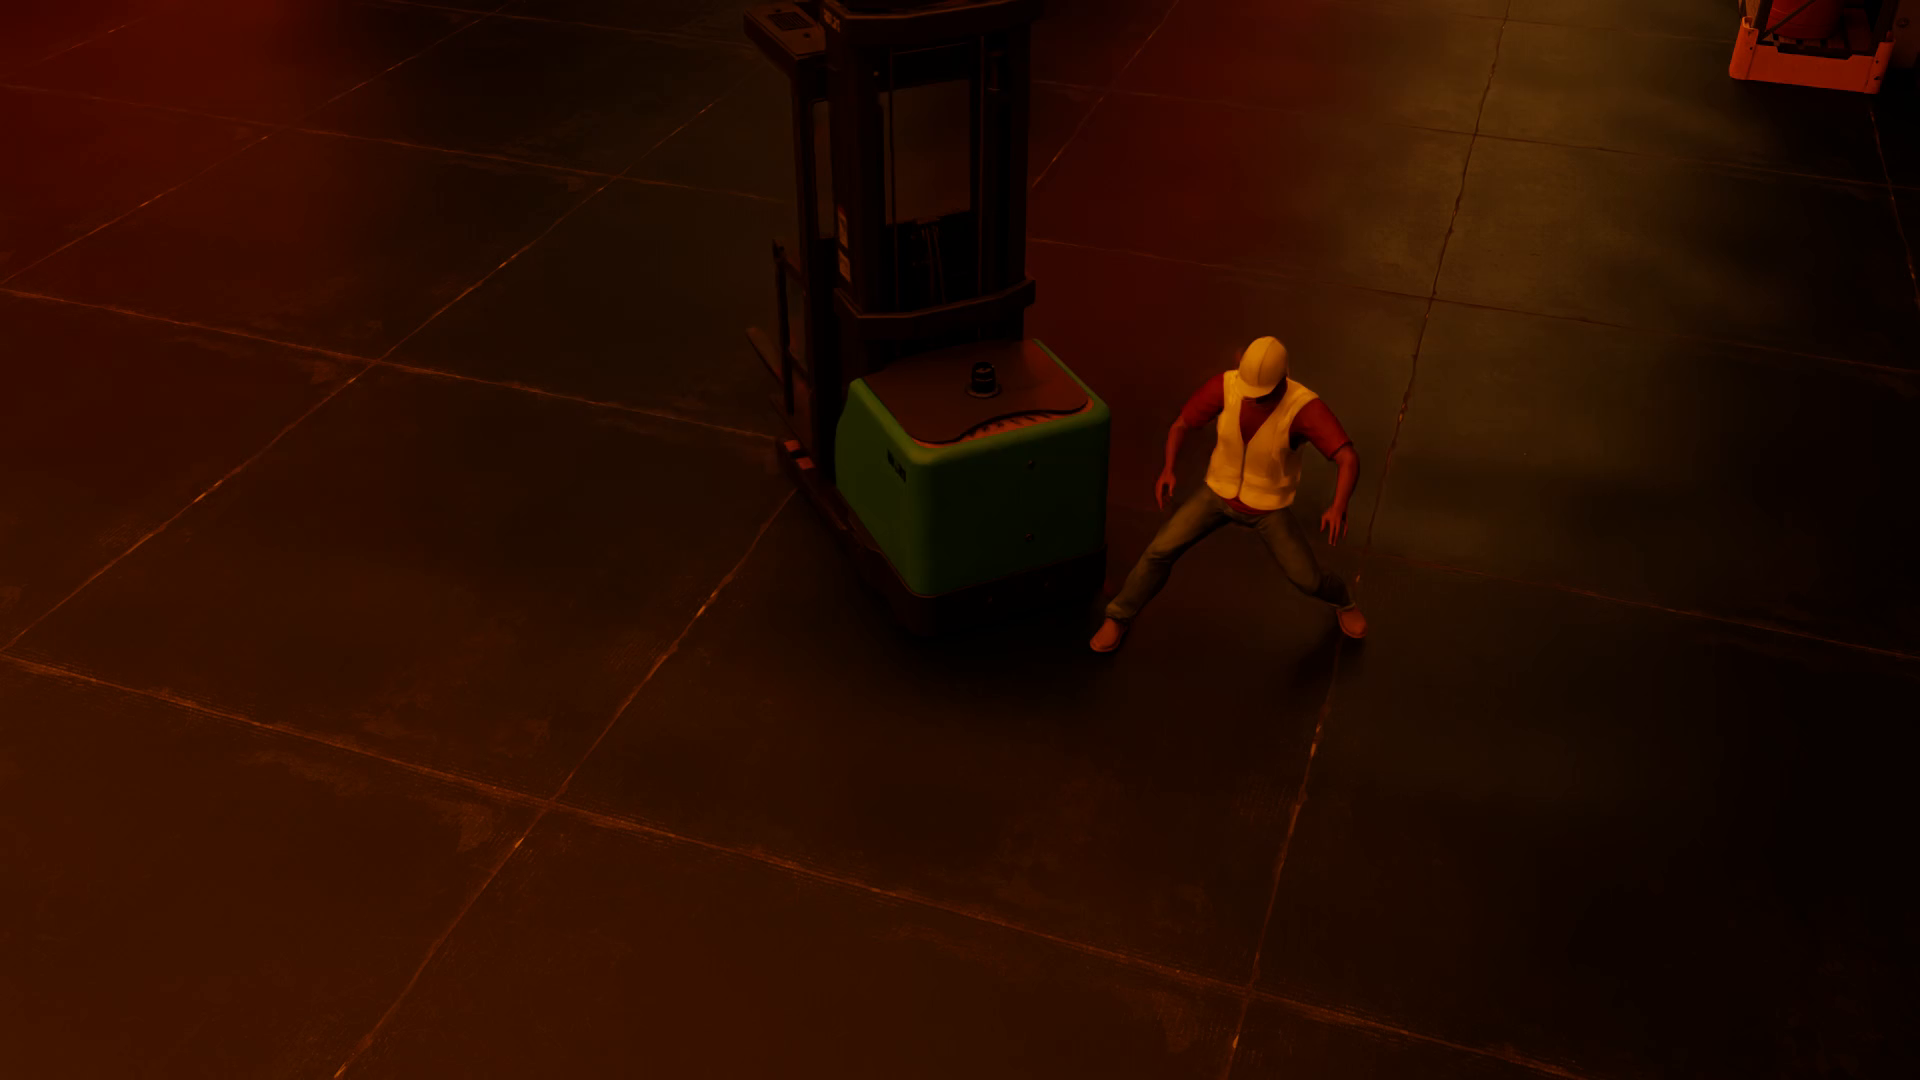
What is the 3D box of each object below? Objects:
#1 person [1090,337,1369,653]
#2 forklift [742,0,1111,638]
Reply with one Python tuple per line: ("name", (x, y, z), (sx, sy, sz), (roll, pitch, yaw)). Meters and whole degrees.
("person", (1.315, -0.175, 7.546), (1.123, 1.572, 1.003), (18, 39, 24))
("forklift", (-0.361, -1.577, 8.335), (1.130, 2.935, 3.031), (-15, 38, -20))
